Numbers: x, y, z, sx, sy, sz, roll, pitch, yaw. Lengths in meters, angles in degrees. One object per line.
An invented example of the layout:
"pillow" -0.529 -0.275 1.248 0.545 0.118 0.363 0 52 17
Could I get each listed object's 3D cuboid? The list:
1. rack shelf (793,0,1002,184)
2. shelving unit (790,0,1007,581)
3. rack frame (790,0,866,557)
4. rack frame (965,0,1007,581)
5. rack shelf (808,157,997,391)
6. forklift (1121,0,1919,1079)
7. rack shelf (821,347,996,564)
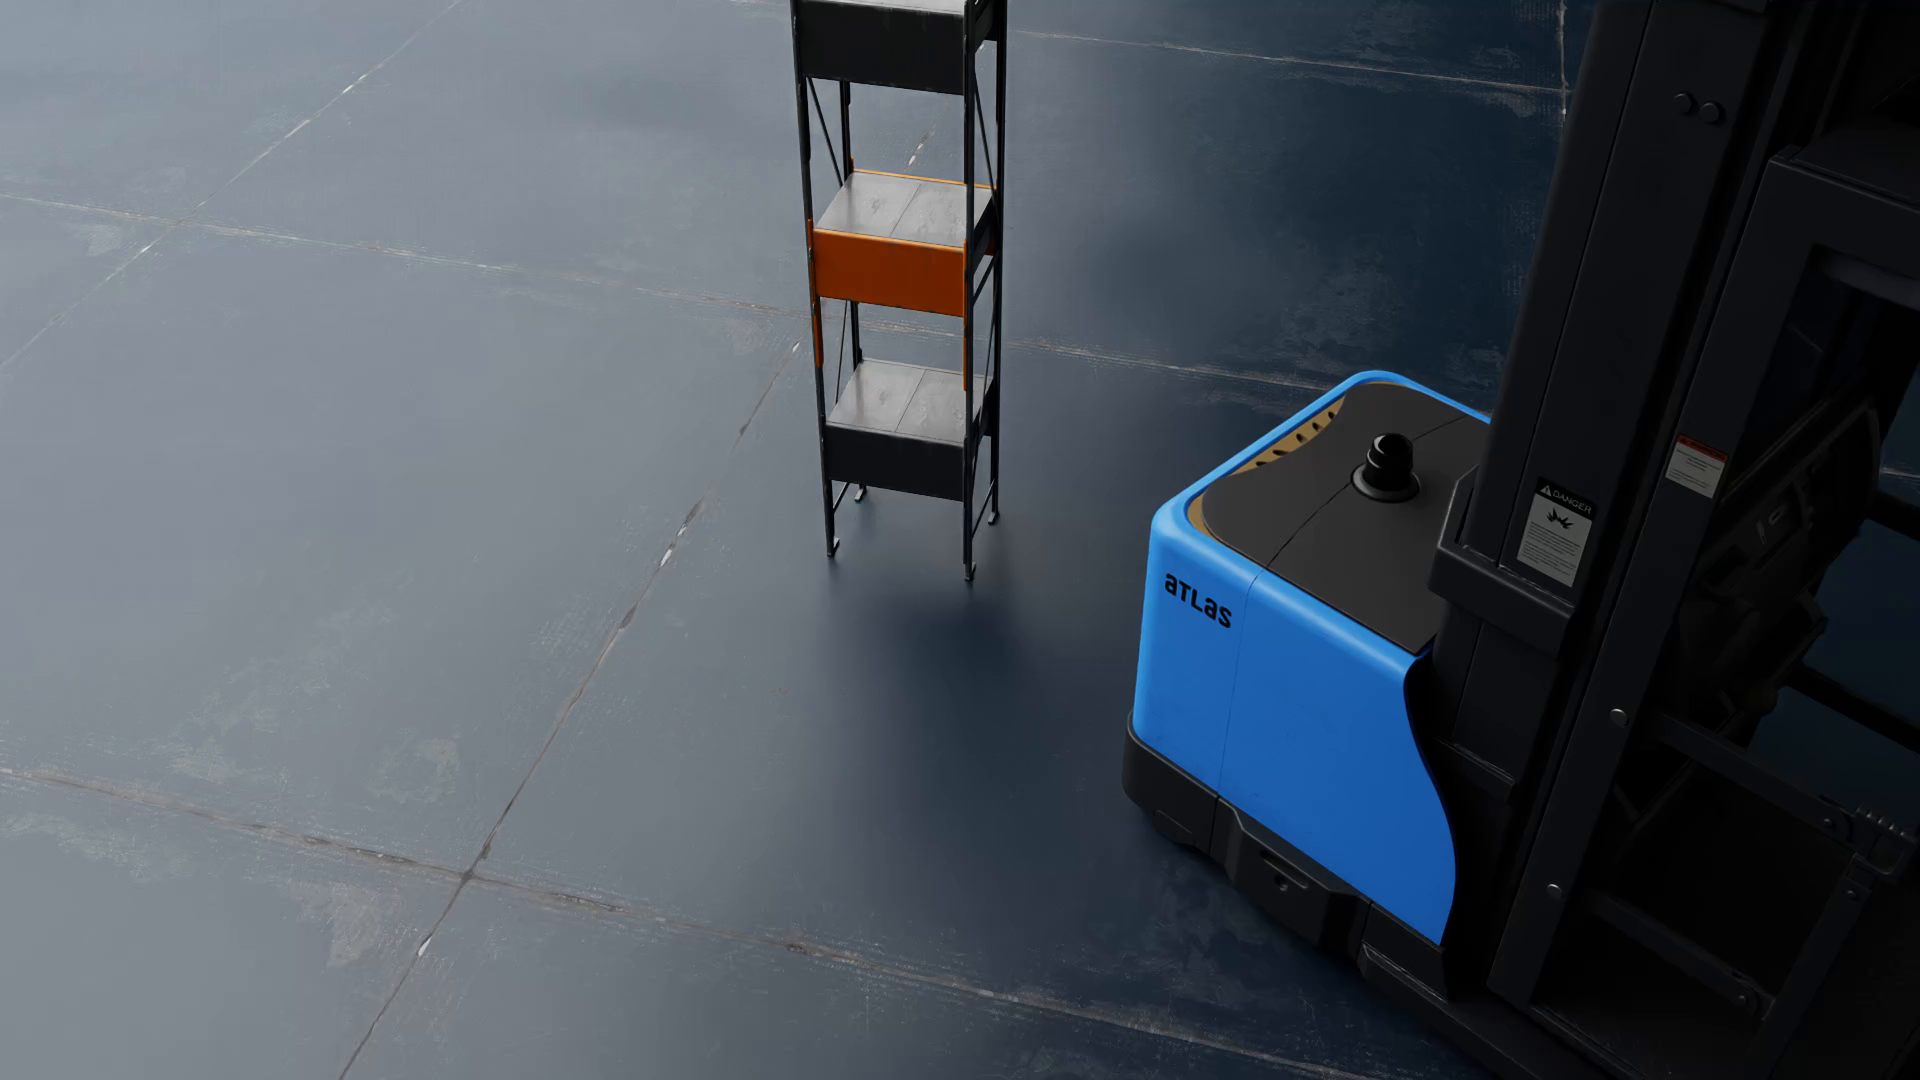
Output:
"rack shelf" -0.160 -1.357 4.666 0.480 0.518 0.431 10 41 11
"shelving unit" -0.160 -0.832 5.107 0.503 2.100 0.431 10 41 11
"rack frame" -0.396 -0.872 5.156 0.015 2.100 0.400 10 41 11
"rack frame" 0.076 -0.791 5.059 0.015 2.100 0.400 10 41 11
"rack shelf" -0.160 -0.821 5.116 0.480 0.518 0.431 10 41 11
"forklift" 1.859 0.090 3.364 1.130 2.935 3.031 -32 50 -33
"rack shelf" -0.160 -0.285 5.566 0.480 0.518 0.431 10 41 11
